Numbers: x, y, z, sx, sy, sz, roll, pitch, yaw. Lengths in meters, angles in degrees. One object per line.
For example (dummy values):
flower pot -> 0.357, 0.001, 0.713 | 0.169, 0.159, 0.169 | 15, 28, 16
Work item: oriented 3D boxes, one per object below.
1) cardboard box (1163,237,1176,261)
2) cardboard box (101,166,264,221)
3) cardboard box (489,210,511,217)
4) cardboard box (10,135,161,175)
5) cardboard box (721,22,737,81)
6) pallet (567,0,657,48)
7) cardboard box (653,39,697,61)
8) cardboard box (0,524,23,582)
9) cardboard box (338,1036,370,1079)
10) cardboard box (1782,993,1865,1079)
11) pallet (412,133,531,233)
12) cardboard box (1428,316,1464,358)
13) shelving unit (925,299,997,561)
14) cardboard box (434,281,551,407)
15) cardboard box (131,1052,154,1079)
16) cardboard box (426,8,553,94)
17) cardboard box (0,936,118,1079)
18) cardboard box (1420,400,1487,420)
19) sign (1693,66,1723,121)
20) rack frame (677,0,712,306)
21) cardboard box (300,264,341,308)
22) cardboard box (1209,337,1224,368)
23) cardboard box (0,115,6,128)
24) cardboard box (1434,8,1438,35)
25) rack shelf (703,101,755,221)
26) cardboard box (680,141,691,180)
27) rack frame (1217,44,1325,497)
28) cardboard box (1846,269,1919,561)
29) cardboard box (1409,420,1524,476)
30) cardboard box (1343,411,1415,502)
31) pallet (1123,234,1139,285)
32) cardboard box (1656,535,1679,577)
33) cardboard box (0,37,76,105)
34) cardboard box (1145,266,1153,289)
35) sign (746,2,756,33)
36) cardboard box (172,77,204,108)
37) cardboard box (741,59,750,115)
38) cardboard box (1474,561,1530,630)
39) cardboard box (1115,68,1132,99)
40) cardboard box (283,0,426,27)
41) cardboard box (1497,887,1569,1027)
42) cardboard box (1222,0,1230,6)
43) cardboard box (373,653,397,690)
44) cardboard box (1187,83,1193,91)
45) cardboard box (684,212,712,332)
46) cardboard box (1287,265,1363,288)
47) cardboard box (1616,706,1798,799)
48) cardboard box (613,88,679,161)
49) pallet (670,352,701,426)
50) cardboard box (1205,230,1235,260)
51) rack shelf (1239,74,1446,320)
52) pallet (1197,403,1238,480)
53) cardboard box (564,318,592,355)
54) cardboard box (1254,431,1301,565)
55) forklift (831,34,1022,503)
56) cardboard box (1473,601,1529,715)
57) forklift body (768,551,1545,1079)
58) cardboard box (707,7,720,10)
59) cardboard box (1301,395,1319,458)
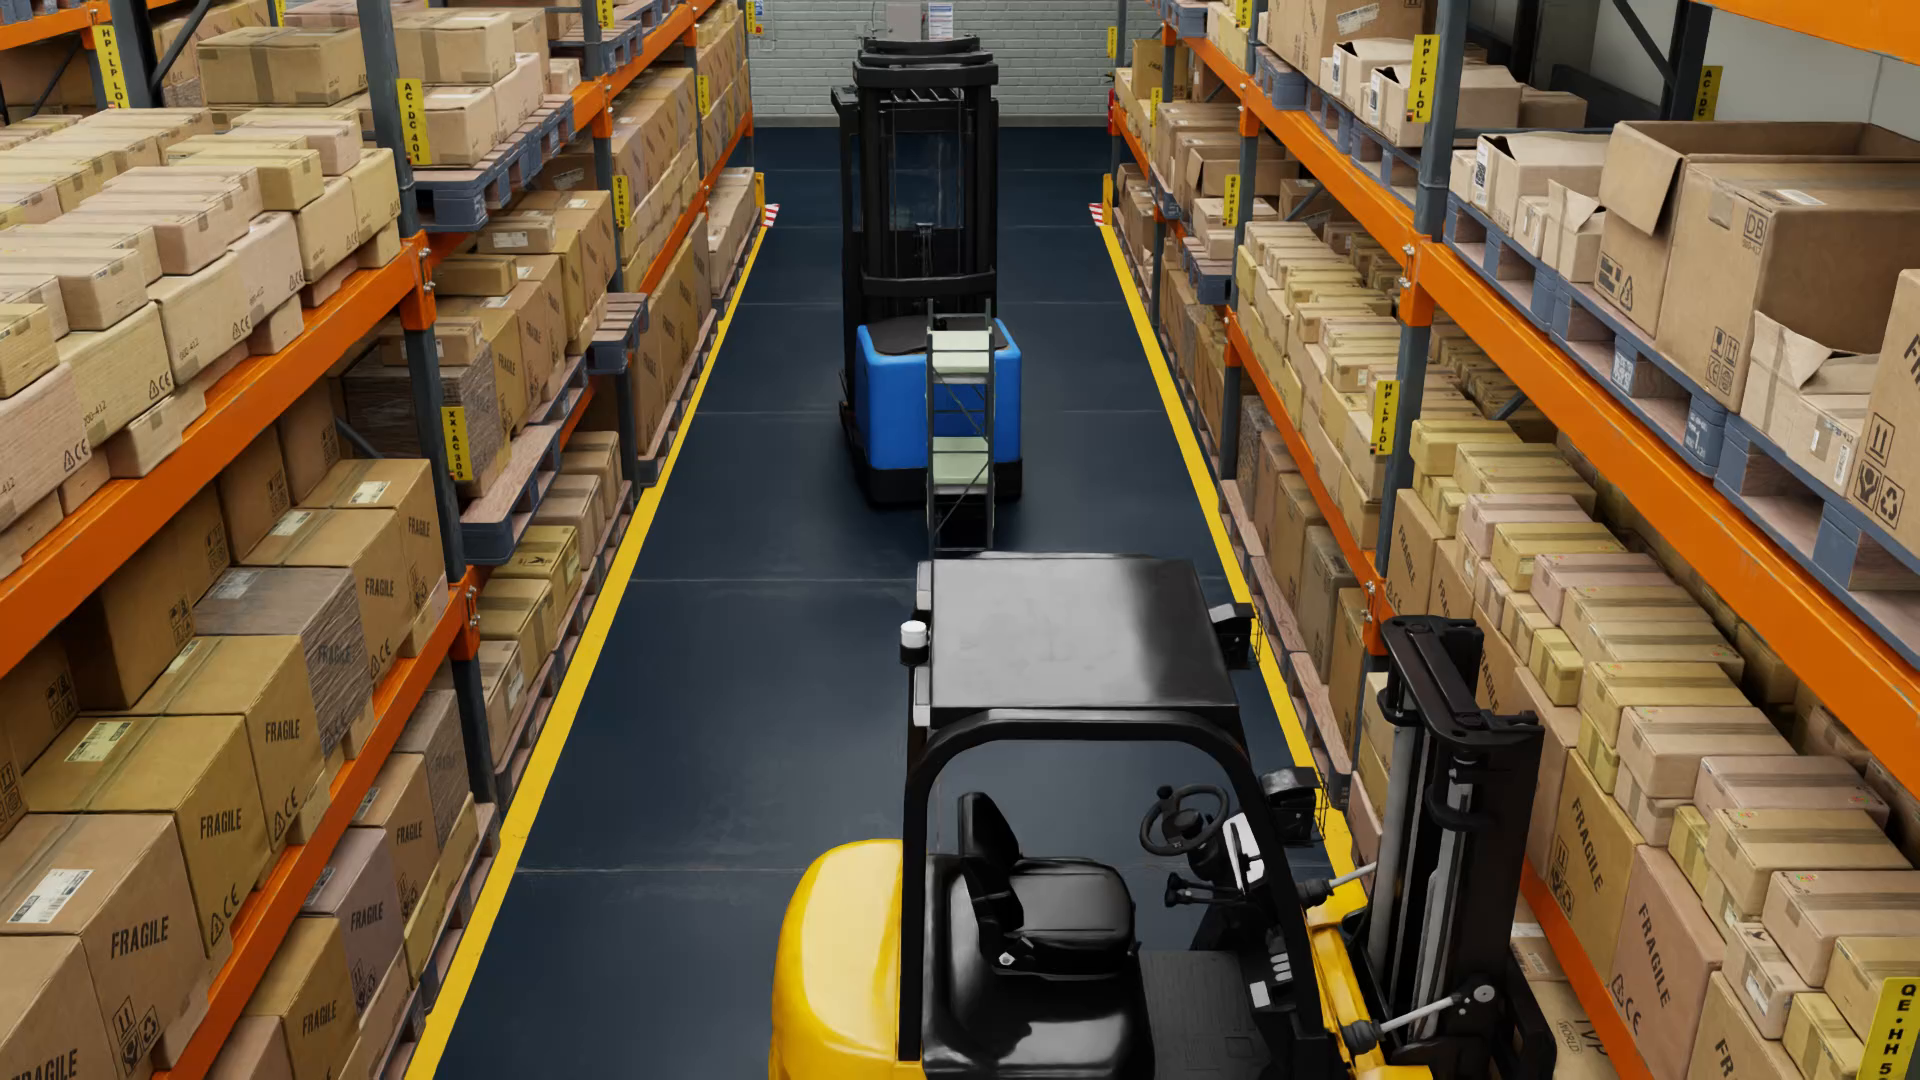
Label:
cardboard box -> 1.966, -2.521, 14.420 | 0.380, 0.149, 0.250 | 1, 24, 2
cardboard box -> -2.399, -1.058, 5.146 | 0.380, 0.149, 0.250 | -1, 24, -2
cardboard box -> -2.905, -1.621, 9.702 | 0.500, 0.500, 0.500 | 1, 24, 2
cardboard box -> -2.945, -1.270, 5.615 | 0.380, 0.149, 0.250 | -1, 24, -2
cardboard box -> -2.498, -4.831, 16.456 | 0.500, 0.500, 0.500 | 0, 24, -1
pallet -> -2.767, -3.656, 11.783 | 1.003, 0.211, 1.213 | 1, 24, 2
cardboard box -> -2.479, -4.226, 14.331 | 0.380, 0.149, 0.250 | -1, 24, -1
cardboard box -> -2.344, 0.039, 3.688 | 0.380, 0.149, 0.250 | 0, 24, 1
cardboard box -> -2.353, 1.940, 5.648 | 0.500, 0.250, 0.500 | 1, 24, 3
cardboard box -> 2.075, 1.140, 3.680 | 0.380, 0.149, 0.250 | 0, 24, 0
pallet -> -2.548, -1.537, 7.097 | 1.213, 0.211, 1.003 | 0, 24, -1
cardboard box -> 2.565, -1.038, 8.496 | 0.380, 0.149, 0.250 | 0, 24, -1
shelving unit -> 0.000, -0.681, 10.435 | 0.431, 1.500, 0.755 | 0, 24, -1
cardboard box -> -2.364, -0.978, 8.281 | 0.500, 0.500, 0.500 | 0, 24, -1
cardboard box -> -2.340, 1.407, 4.304 | 0.380, 0.149, 0.250 | -1, 24, -2
cardboard box -> -2.691, -2.671, 9.255 | 0.700, 0.500, 0.500 | 0, 24, -1
cardboard box -> -2.332, 1.269, 3.821 | 0.500, 0.500, 0.500 | -1, 24, -1
cardboard box -> 2.090, -0.506, 7.320 | 0.380, 0.149, 0.250 | 1, 24, 1
sign -> 2.871, -1.667, 6.431 | 0.100, 0.325, 0.005 | 0, 24, -1
rack frame -> -2.735, -3.298, 14.401 | 1.000, 3.000, 0.127 | 0, 24, -1
cardboard box -> -2.398, -0.915, 5.798 | 0.380, 0.149, 0.250 | 0, 24, 0
cardboard box -> 1.979, -1.336, 11.801 | 0.380, 0.149, 0.250 | -1, 24, -3
cardboard box -> -8.139, -3.417, 13.739 | 0.380, 0.149, 0.250 | 1, 24, 2
cardboard box -> 2.536, -2.911, 9.458 | 0.500, 0.250, 0.500 | 0, 24, -1
rack shelf -> -2.757, -3.794, 16.372 | 1.077, 0.370, 4.000 | 0, 24, -1
cardboard box -> -2.474, -3.071, 13.475 | 0.500, 0.250, 0.500 | 0, 24, 1
rack frame -> 2.272, -1.673, 10.810 | 1.000, 3.000, 0.127 | 0, 24, -1
cardboard box -> 2.111, -0.207, 3.176 | 0.500, 0.500, 0.500 | 1, 24, 1
cardboard box -> 2.022, -0.369, 6.657 | 0.380, 0.149, 0.250 | 0, 24, 1
cardboard box -> 2.055, -0.386, 7.538 | 0.500, 0.250, 0.500 | -1, 24, -2
pallet -> 2.206, -2.838, 16.769 | 1.003, 0.211, 1.213 | 0, 24, -1
cardboard box -> 2.647, 0.051, 5.728 | 0.380, 0.149, 0.250 | -1, 24, -1
cardboard box -> -7.959, -4.063, 14.398 | 0.500, 0.500, 0.500 | -1, 24, -2
cardboard box -> 1.929, -2.442, 15.460 | 0.380, 0.149, 0.250 | -1, 24, -2
sign -> -2.236, -5.578, 17.751 | 0.100, 0.325, 0.005 | 0, 24, -1
cardboard box -> -7.419, -4.032, 15.542 | 0.500, 0.500, 0.500 | -1, 24, -2
cardboard box -> -2.509, -4.794, 17.588 | 0.500, 0.500, 0.500 | 0, 24, 0
cardboard box -> 2.021, 0.190, 5.781 | 0.380, 0.149, 0.250 | 0, 24, -1
cardboard box -> 1.920, -4.849, 17.652 | 0.500, 0.250, 0.500 | 0, 24, 0
cardboard box -> -2.815, -2.377, 7.792 | 0.500, 0.250, 0.500 | 0, 24, 0
cardboard box -> 2.018, 1.414, 5.598 | 0.500, 0.250, 0.500 | -1, 24, -2
cardboard box -> 2.040, -3.829, 11.634 | 0.380, 0.149, 0.250 | 0, 24, 1
cardboard box -> -2.405, 0.455, 6.409 | 0.380, 0.149, 0.250 | 0, 24, 0
cardboard box -> 2.460, -4.432, 16.731 | 0.500, 0.250, 0.500 | 1, 24, 1
cardboard box -> -2.648, -2.266, 14.189 | 0.875, 0.875, 0.875 | 0, 24, 1
cardboard box -> 2.062, -1.455, 9.419 | 0.380, 0.149, 0.250 | 0, 24, 0
cardboard box -> 2.039, 0.581, 4.556 | 0.380, 0.149, 0.250 | 0, 24, 1
cardboard box -> -2.480, -3.194, 12.837 | 0.500, 0.500, 0.500 | 0, 24, 1
pallet -> -2.635, -1.206, 13.160 | 1.003, 0.211, 1.213 | 0, 24, -1
cardboard box -> 1.881, -2.019, 11.370 | 0.380, 0.149, 0.250 | 0, 24, 0
rack shelf -> 2.294, -1.888, 8.518 | 1.077, 0.370, 4.000 | 0, 24, -1
pallet -> 2.302, -0.711, 12.065 | 1.003, 0.211, 1.213 | 0, 24, -1
cardboard box -> -2.318, -1.161, 9.473 | 0.380, 0.149, 0.250 | 0, 24, 0
cardboard box -> 2.280, -0.256, 10.049 | 0.875, 0.625, 0.625 | 1, 24, 1
forklift -> -0.319, -2.162, 11.974 | 1.130, 2.935, 3.031 | -4, 25, -8
cardboard box -> 2.088, 0.537, 5.802 | 0.500, 0.500, 0.500 | 0, 24, -1
forklift body -> 0.514, 1.237, 5.406 | 2.313, 2.155, 1.214 | 0, 24, -1
cardboard box -> -2.567, -5.173, 16.426 | 0.380, 0.149, 0.250 | 0, 24, -1
cardboard box -> 2.063, -0.575, 8.564 | 0.500, 0.250, 0.500 | 0, 24, 0
